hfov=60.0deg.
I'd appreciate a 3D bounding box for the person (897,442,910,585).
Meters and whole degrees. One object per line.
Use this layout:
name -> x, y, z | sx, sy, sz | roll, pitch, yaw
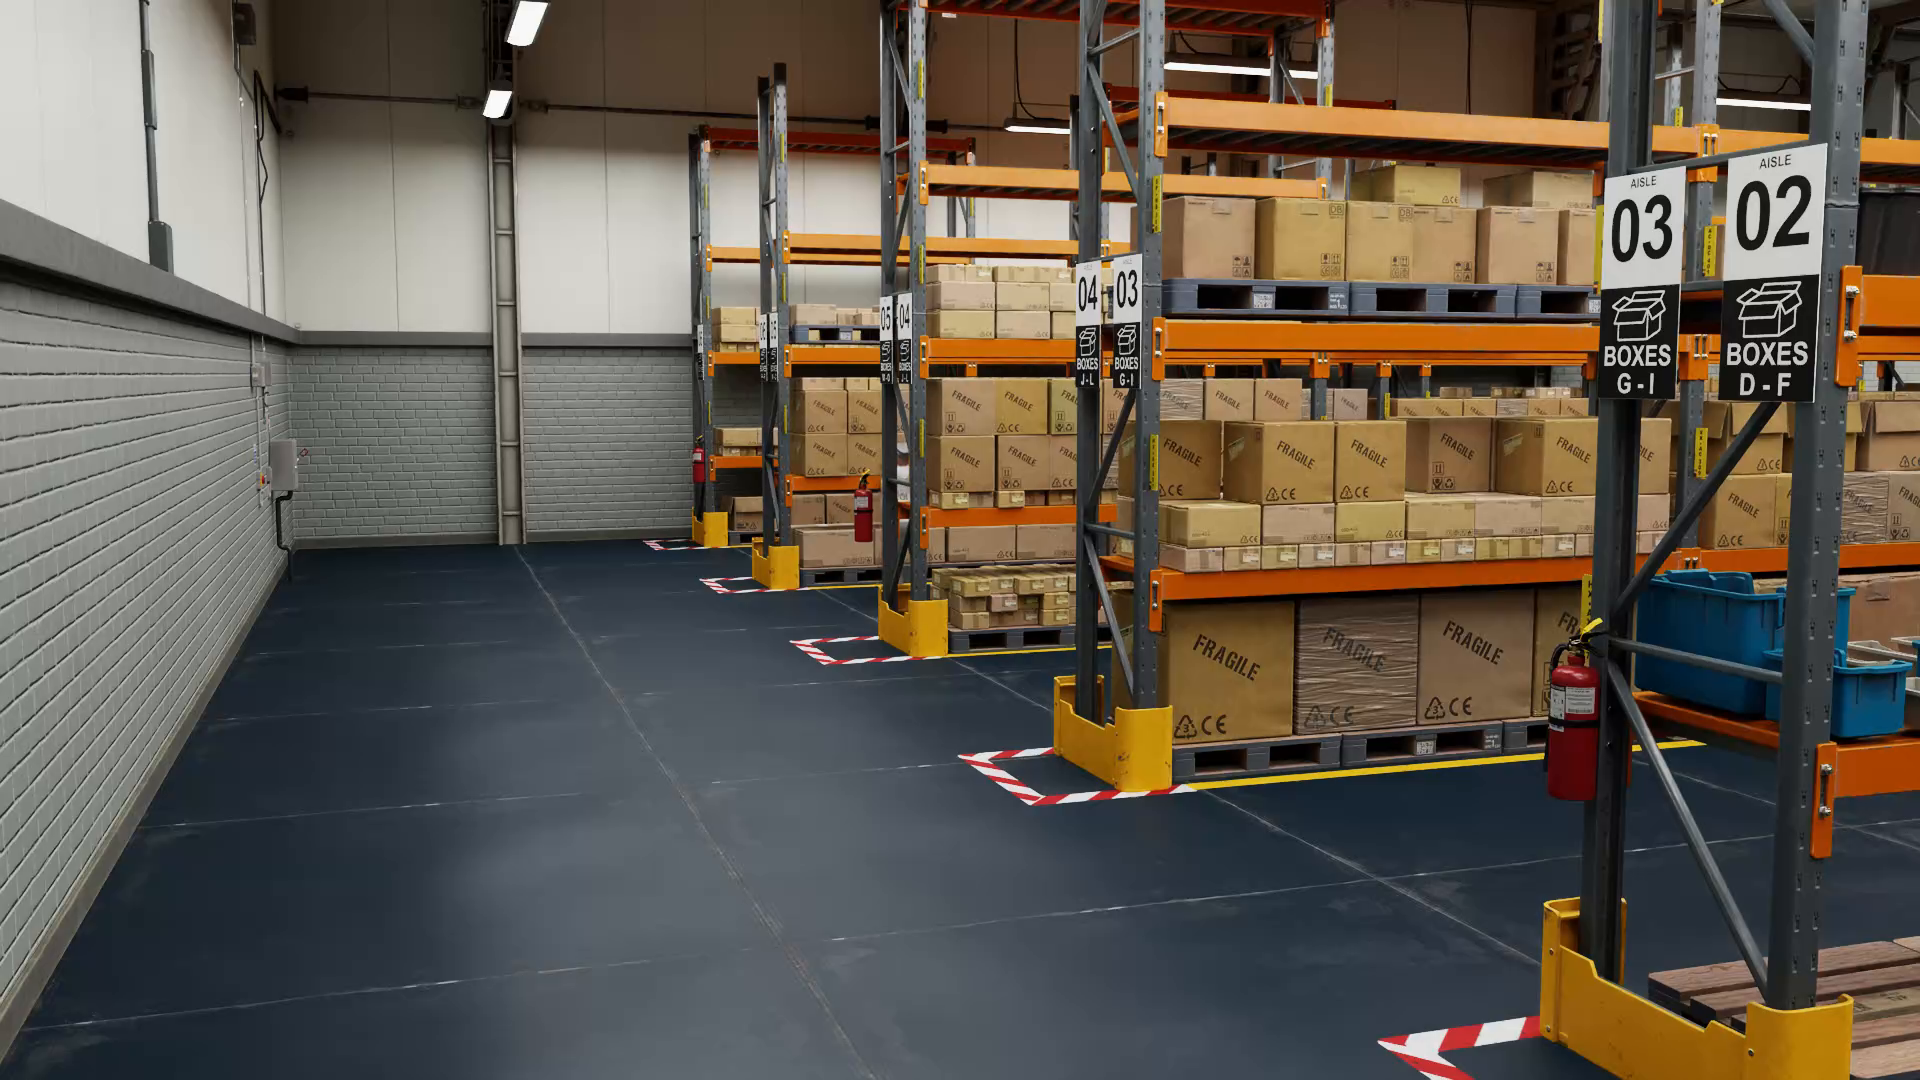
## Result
person -> -0.623, -0.192, 18.126 | 0.494, 1.766, 0.571 | -2, 6, -18
